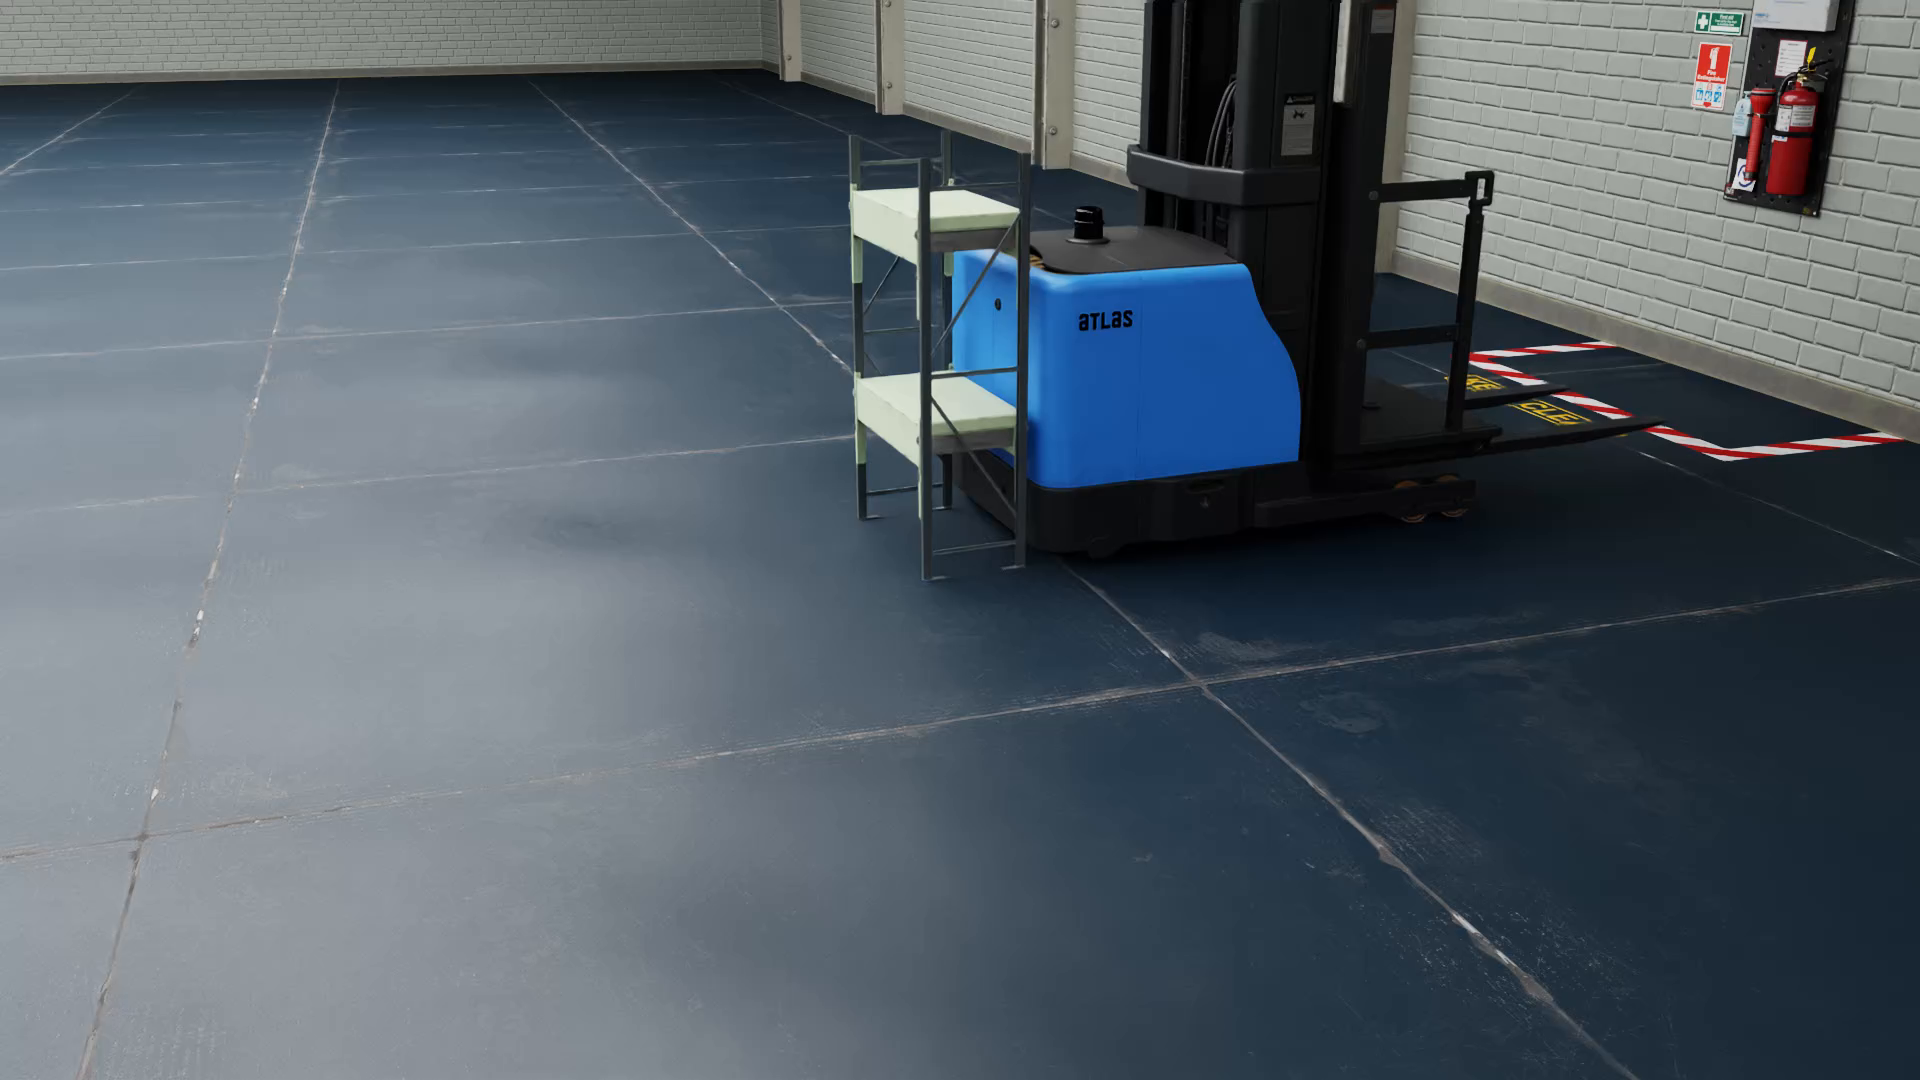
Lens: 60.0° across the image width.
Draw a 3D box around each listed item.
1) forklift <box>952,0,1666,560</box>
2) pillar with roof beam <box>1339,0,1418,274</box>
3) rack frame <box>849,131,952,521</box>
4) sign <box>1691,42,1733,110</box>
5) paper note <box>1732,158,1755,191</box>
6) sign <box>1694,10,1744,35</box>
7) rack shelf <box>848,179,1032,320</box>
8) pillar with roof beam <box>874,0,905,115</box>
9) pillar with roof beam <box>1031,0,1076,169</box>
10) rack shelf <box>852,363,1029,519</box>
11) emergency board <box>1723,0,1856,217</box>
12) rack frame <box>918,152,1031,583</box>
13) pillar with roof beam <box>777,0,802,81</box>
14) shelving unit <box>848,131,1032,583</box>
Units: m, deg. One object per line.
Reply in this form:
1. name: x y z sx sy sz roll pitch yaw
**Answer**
1. forklift: 1.526 -1.604 6.547 3.031 2.935 1.130 -7 21 -20
2. pillar with roof beam: -1.254 -5.699 8.971 9.100 9.000 0.400 -6 21 -17
3. rack frame: -0.221 -0.810 6.452 0.400 1.500 0.023 -8 21 -20
4. sign: 3.902 -2.410 8.636 0.001 0.329 0.234 -6 21 -17
5. paper note: 3.988 -1.854 8.445 0.016 0.148 0.142 -6 21 -17
6. sign: 3.895 -2.657 8.540 0.001 0.109 0.331 -6 21 -17
7. rack shelf: -0.085 -1.062 6.000 0.431 0.370 0.720 -8 21 -20
8. pillar with roof beam: -5.026 -9.550 19.693 9.100 9.000 0.400 -6 21 -17
9. pillar with roof beam: -3.140 -7.625 14.332 9.100 9.000 0.400 -6 21 -17
10. rack shelf: -0.085 -0.388 6.242 0.431 0.370 0.720 -8 21 -20
11. emergency board: 3.978 -2.205 8.117 0.194 1.169 0.643 -6 21 -17
12. rack frame: 0.051 -0.580 5.812 0.400 1.500 0.023 -8 21 -20
13. pillar with roof beam: -6.912 -11.475 25.053 9.100 9.000 0.400 -6 21 -17
14. shelving unit: -0.085 -0.695 6.132 0.431 1.500 0.755 -8 21 -20
